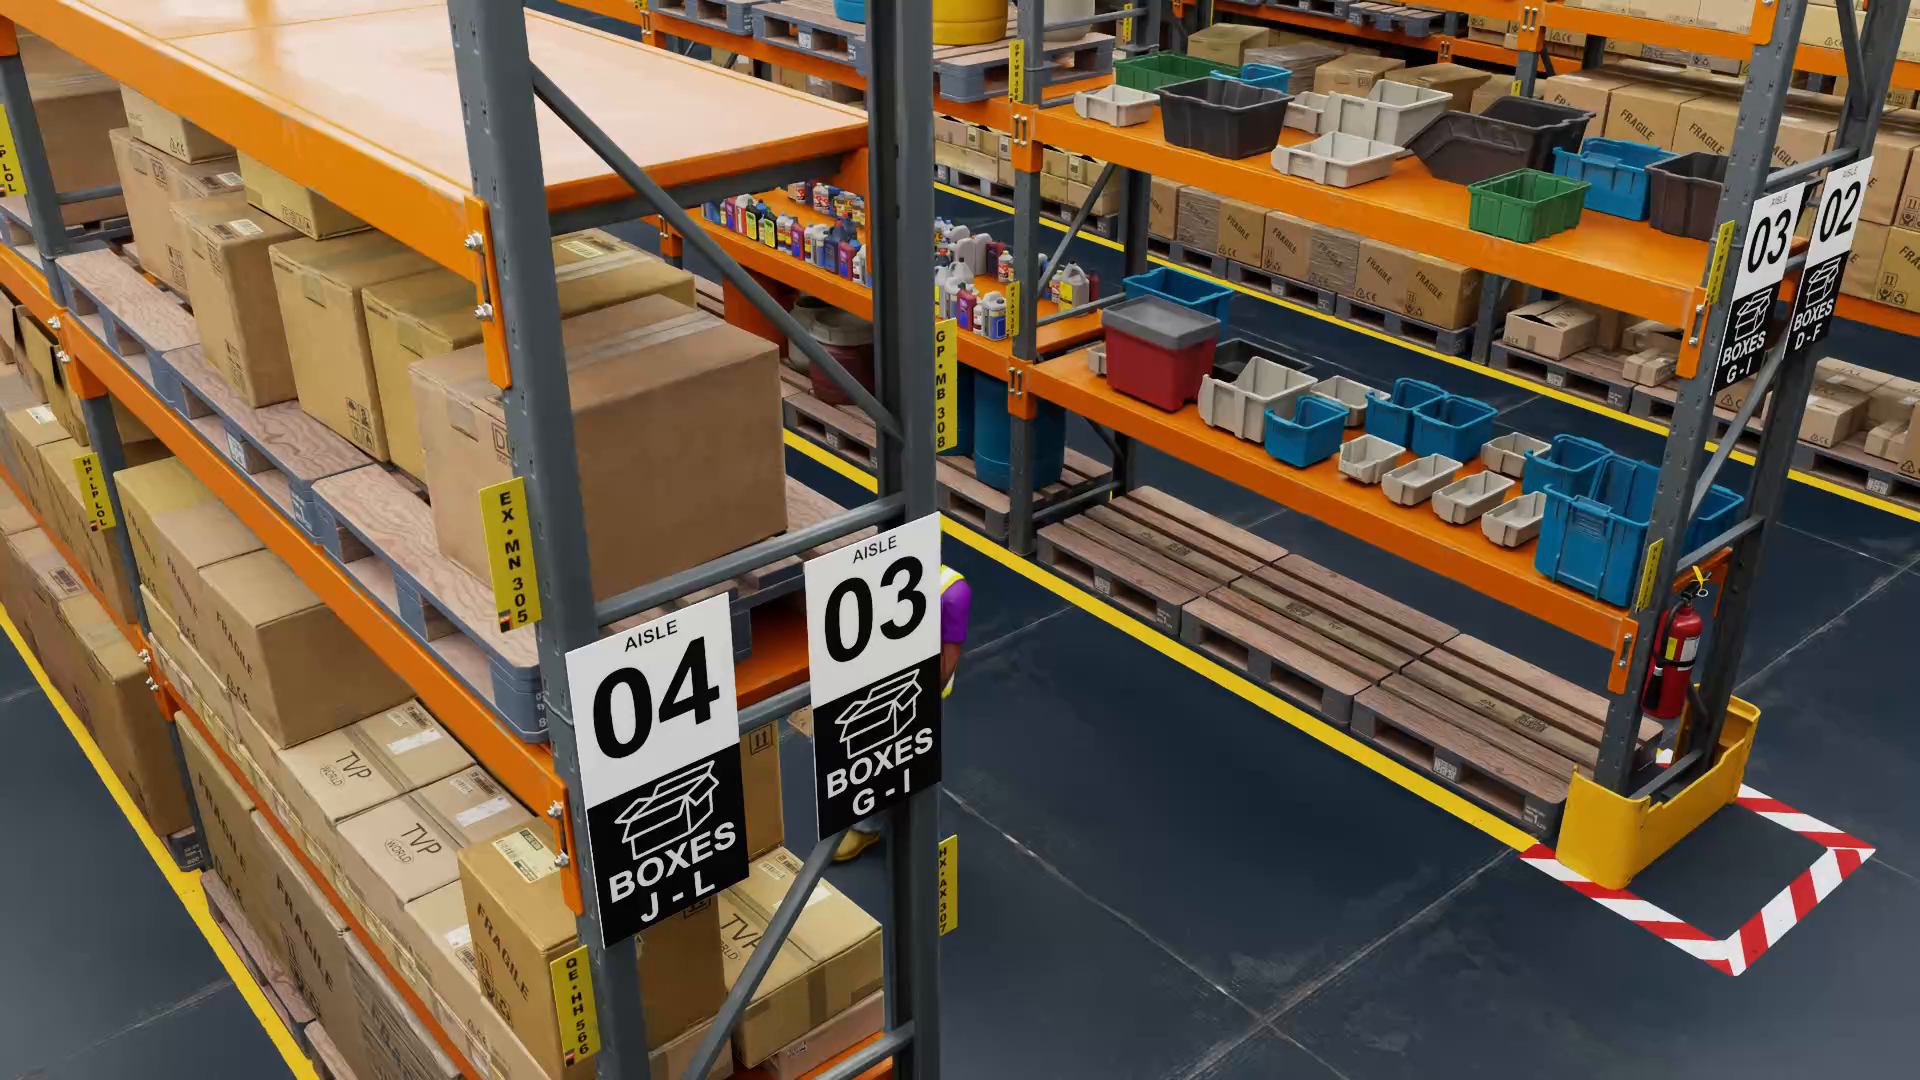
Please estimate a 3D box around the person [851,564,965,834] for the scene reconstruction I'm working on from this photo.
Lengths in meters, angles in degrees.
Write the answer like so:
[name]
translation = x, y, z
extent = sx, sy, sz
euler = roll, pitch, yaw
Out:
[person]
translation = -0.258, 0.661, 7.447
extent = 0.534, 1.712, 0.513
euler = 12, 30, 21
